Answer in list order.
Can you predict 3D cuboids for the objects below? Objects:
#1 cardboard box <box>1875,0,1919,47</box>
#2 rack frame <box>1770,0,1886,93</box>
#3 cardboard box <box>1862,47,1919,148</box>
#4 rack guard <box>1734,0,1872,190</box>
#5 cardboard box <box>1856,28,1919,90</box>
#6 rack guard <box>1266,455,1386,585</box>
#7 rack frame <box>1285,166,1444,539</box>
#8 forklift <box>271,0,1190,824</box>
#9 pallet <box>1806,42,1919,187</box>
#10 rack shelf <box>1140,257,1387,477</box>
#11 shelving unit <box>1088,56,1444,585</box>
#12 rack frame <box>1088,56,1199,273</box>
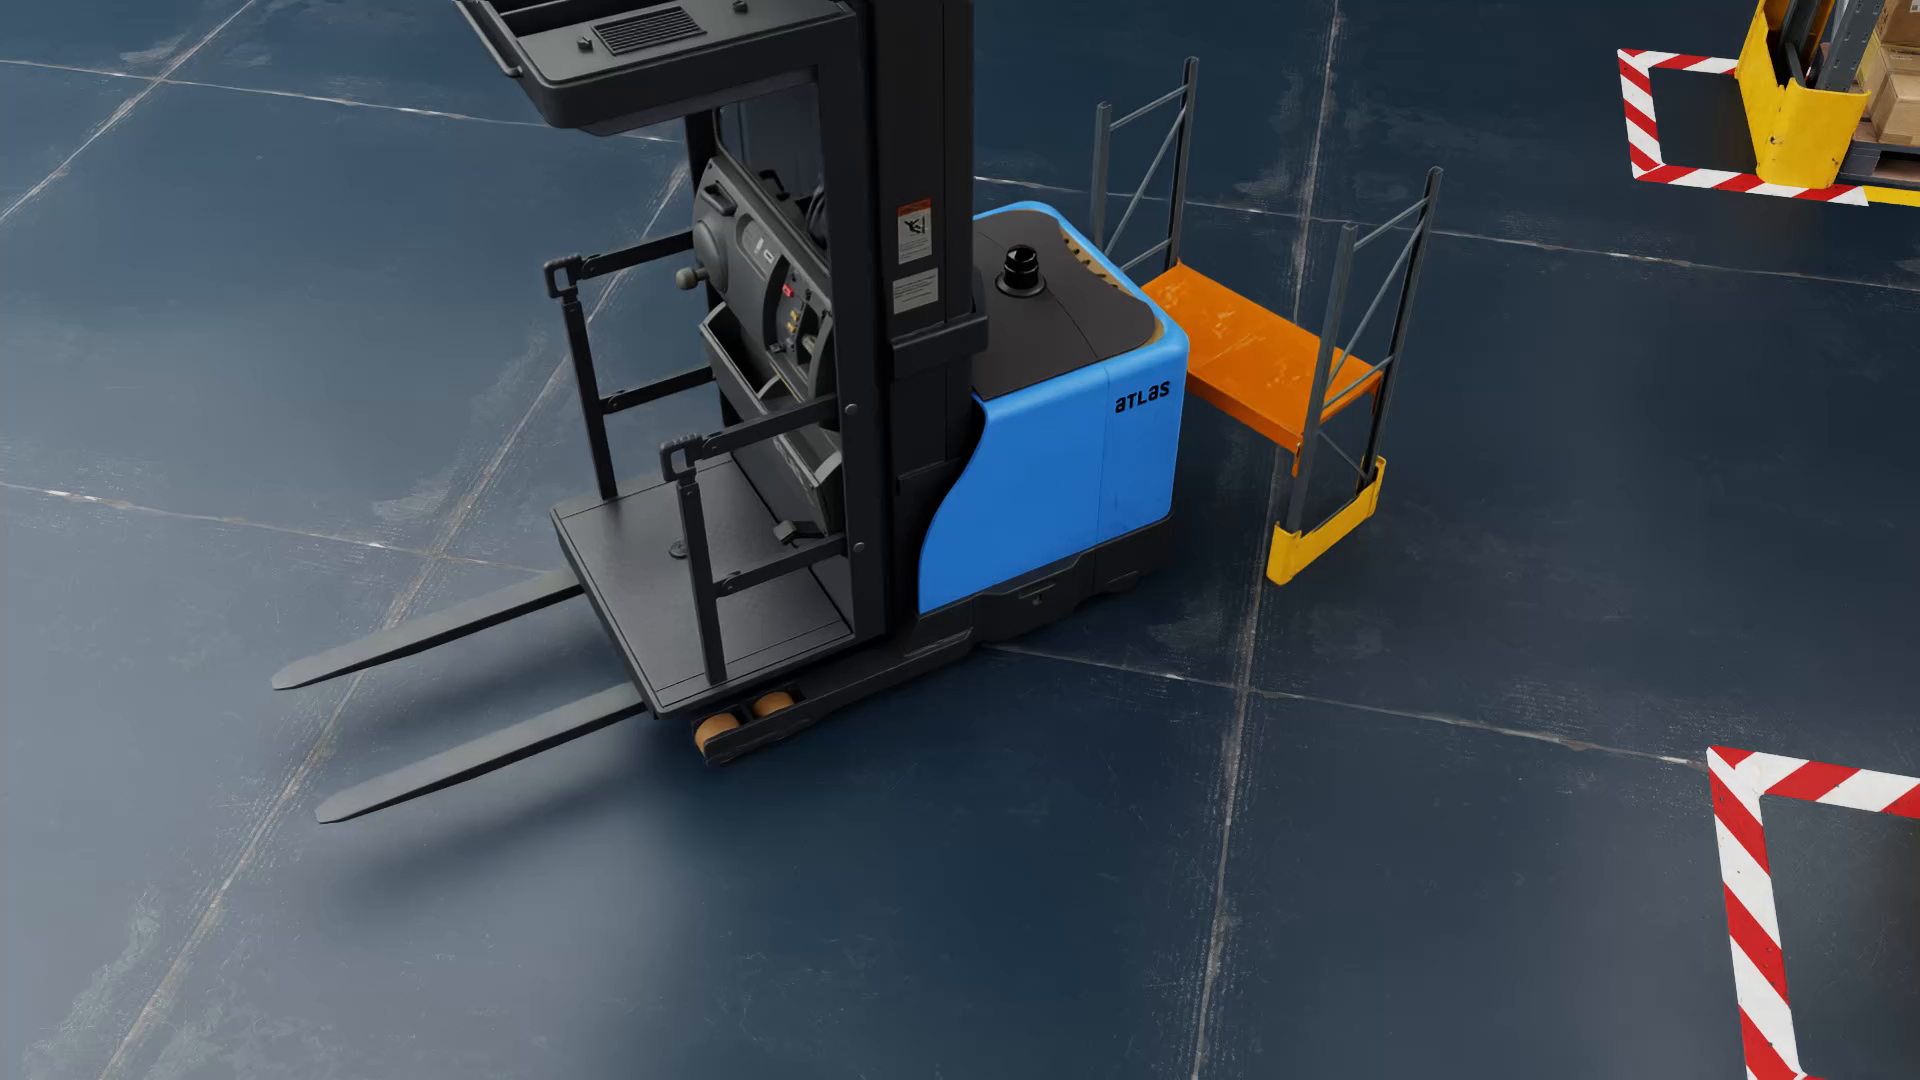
[{"bbox_3d":[4.774,-2.726,8.059,0.500,0.500,0.500,9,45,9],"label":"cardboard box"},{"bbox_3d":[4.186,-3.175,7.386,0.127,3.000,1.000,9,45,9],"label":"rack frame"},{"bbox_3d":[4.661,-2.104,7.953,0.500,0.250,0.500,9,45,9],"label":"cardboard box"},{"bbox_3d":[4.163,-2.278,8.257,0.348,0.500,1.175,9,45,9],"label":"rack guard"},{"bbox_3d":[4.774,-2.455,8.317,0.500,0.250,0.500,9,45,9],"label":"cardboard box"},{"bbox_3d":[1.357,-0.082,6.155,0.587,0.250,0.087,-34,53,-30],"label":"rack guard"},{"bbox_3d":[1.358,-0.532,5.721,0.500,1.500,0.032,-34,53,-30],"label":"rack frame"},{"bbox_3d":[-0.776,-0.743,4.909,3.031,2.935,1.130,-21,48,-20],"label":"forklift"},{"bbox_3d":[4.941,-2.083,8.262,1.213,0.211,1.003,9,45,9],"label":"pallet"},{"bbox_3d":[1.004,-0.656,6.109,0.538,0.185,1.000,-34,53,-30],"label":"rack shelf"},{"bbox_3d":[1.011,-0.781,5.980,0.587,1.500,1.083,-34,53,-30],"label":"shelving unit"},{"bbox_3d":[0.651,-1.039,6.248,0.500,1.500,0.032,-34,53,-30],"label":"rack frame"}]
